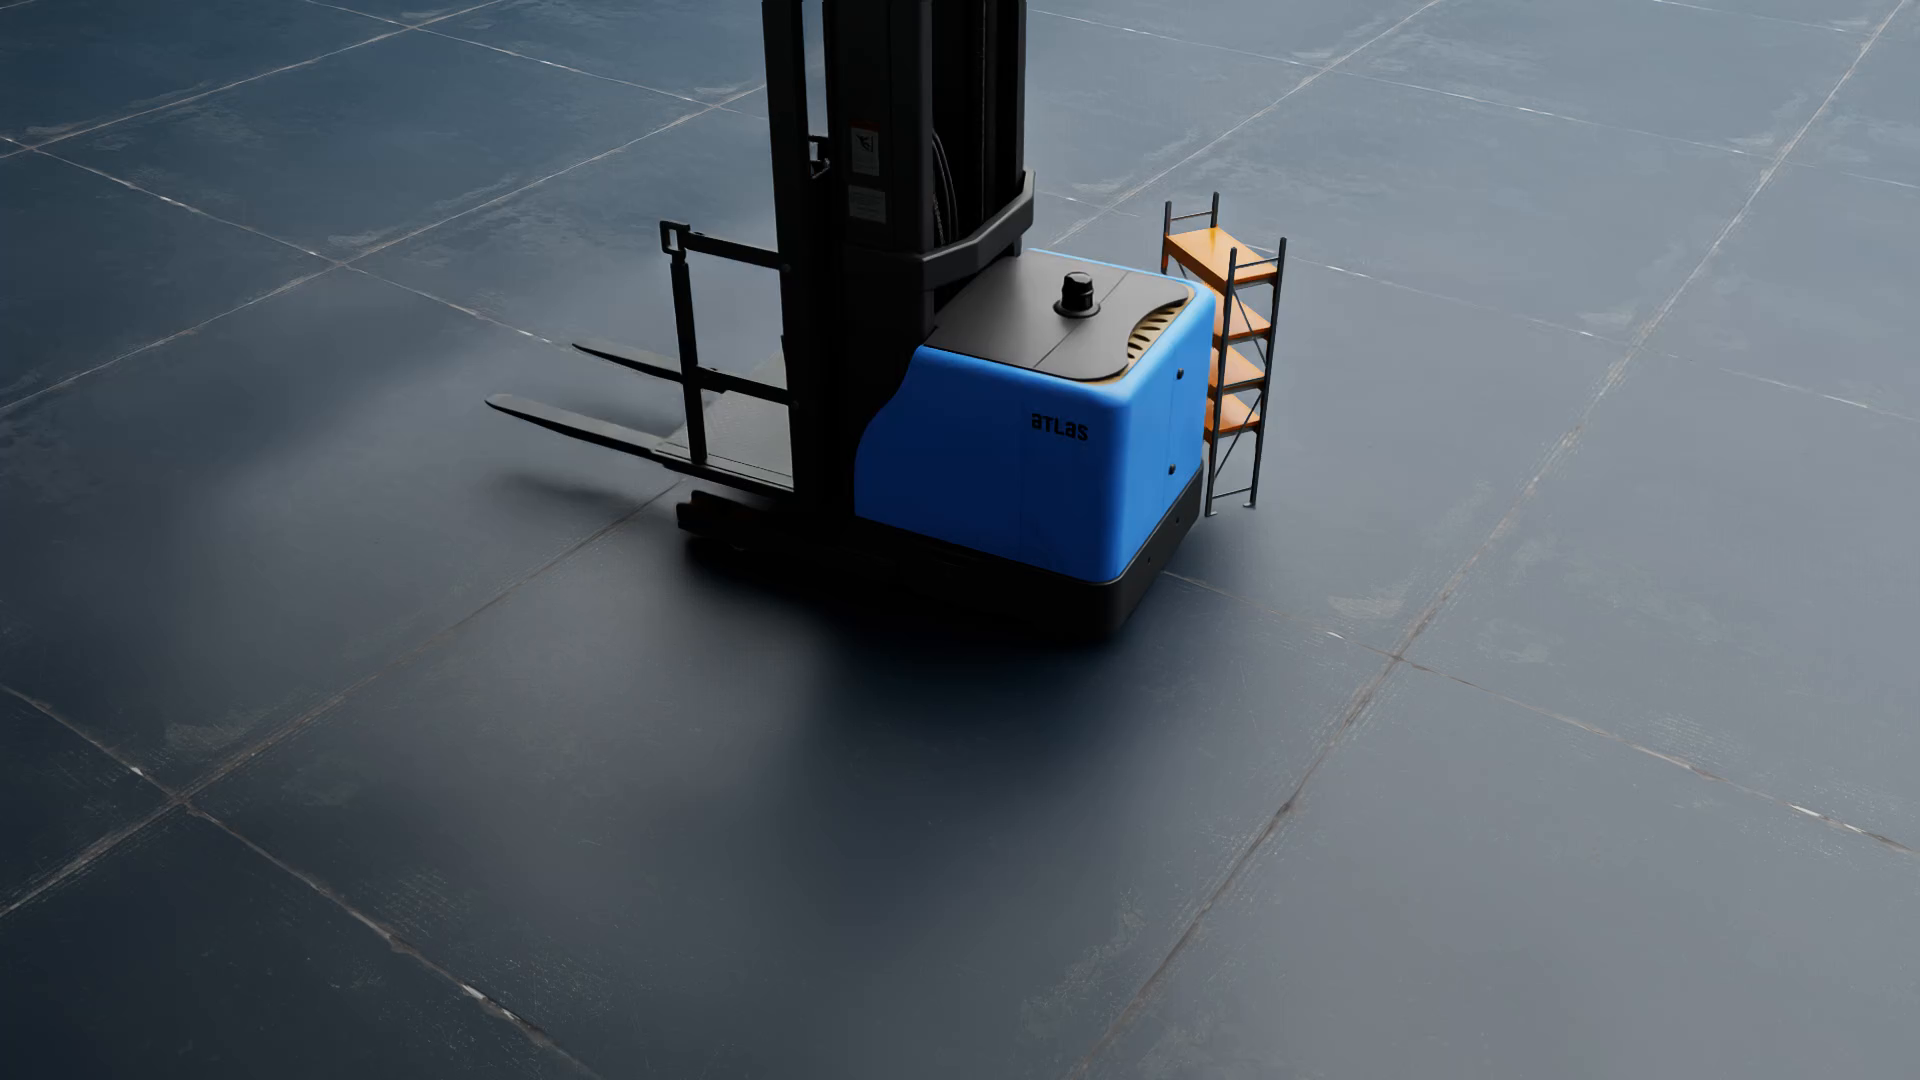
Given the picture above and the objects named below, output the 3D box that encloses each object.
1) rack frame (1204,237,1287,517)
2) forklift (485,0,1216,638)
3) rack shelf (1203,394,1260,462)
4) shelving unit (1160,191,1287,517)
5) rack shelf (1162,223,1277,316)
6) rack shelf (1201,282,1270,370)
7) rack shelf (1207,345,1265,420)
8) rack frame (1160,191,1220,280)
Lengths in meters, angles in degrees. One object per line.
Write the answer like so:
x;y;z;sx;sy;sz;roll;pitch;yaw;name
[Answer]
1.127;-0.623;6.600;0.240;1.200;0.015;-14;36;-20;rack frame
-0.573;-1.420;6.233;3.031;2.935;1.130;16;37;22;forklift
1.028;-0.528;6.934;0.258;0.148;0.480;-14;36;-20;rack shelf
1.028;-0.748;6.785;0.258;1.200;0.503;-14;36;-20;shelving unit
1.028;-1.073;6.565;0.258;0.148;0.480;-14;36;-20;rack shelf
1.028;-0.877;6.697;0.258;0.148;0.480;-14;36;-20;rack shelf
1.028;-0.692;6.822;0.258;0.148;0.480;-14;36;-20;rack shelf
0.929;-0.873;6.969;0.240;1.200;0.015;-14;36;-20;rack frame
